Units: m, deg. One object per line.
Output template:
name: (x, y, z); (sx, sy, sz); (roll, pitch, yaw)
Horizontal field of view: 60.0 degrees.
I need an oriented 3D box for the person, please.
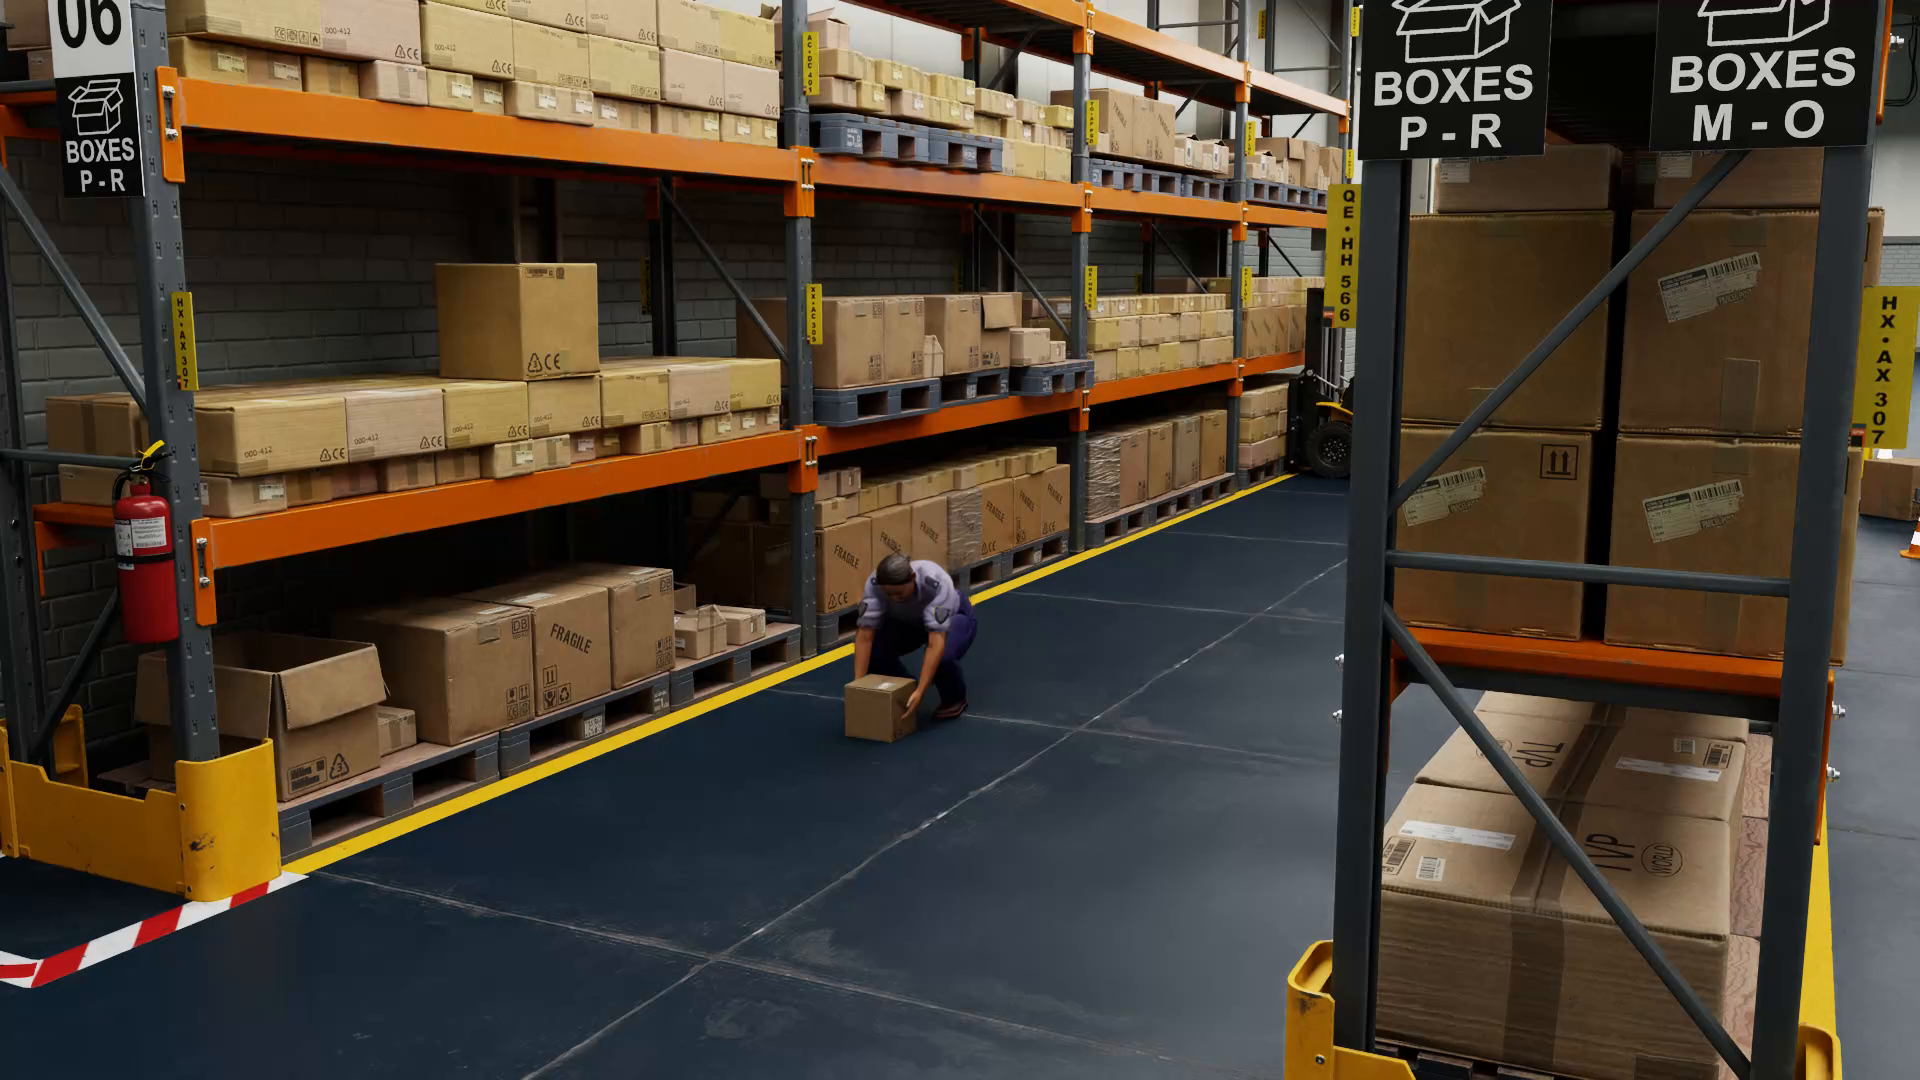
person: (-0.232, 0.458, 8.094); (0.523, 0.856, 0.752); (4, 10, 26)
